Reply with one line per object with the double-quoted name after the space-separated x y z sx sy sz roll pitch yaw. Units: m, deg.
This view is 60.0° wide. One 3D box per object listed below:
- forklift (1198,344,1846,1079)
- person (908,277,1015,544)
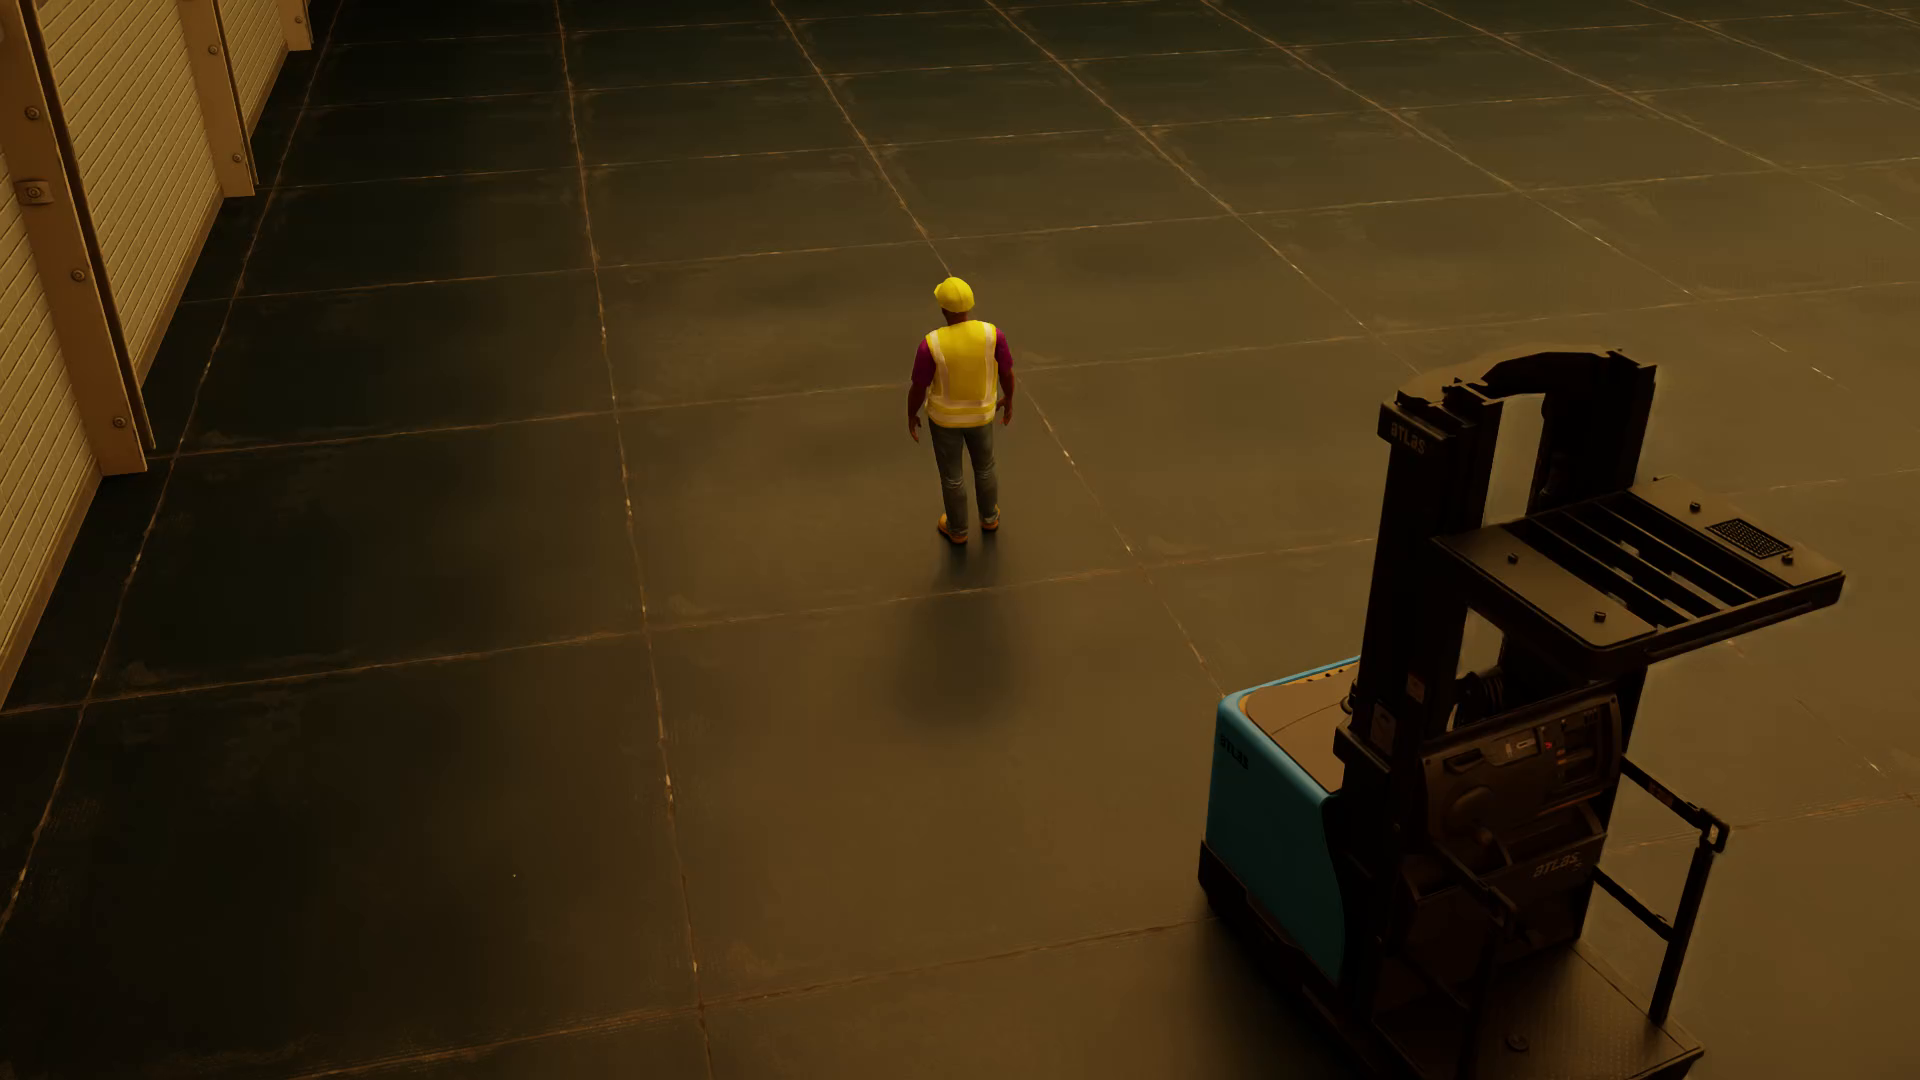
2.186 0.901 6.018 1.130 2.935 3.031 -13 33 -22 "forklift"
-0.010 -0.805 10.113 0.665 1.765 0.577 -7 31 -12 "person"
